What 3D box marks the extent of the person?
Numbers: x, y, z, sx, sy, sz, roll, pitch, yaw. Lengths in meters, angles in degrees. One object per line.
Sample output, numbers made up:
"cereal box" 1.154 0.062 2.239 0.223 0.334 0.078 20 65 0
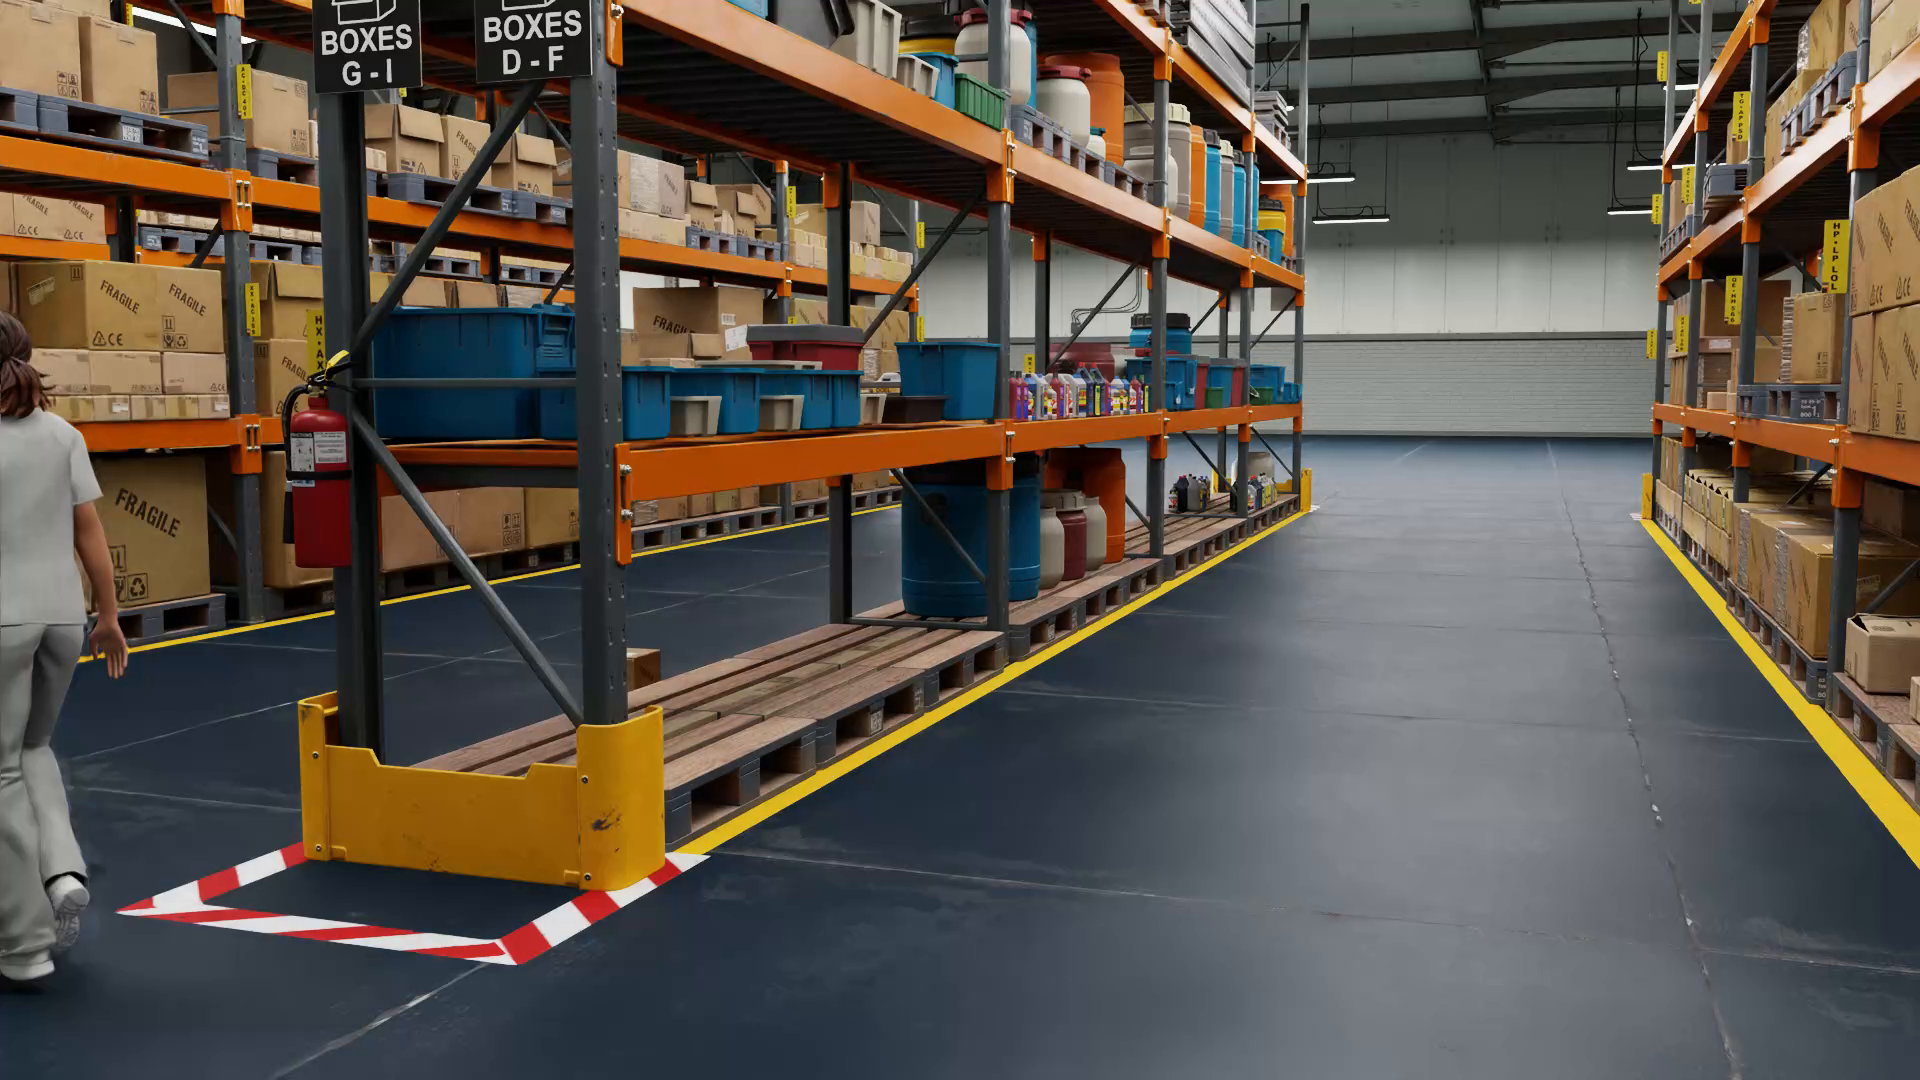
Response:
"person" -2.422 0.260 4.225 0.433 1.693 0.487 3 6 25
